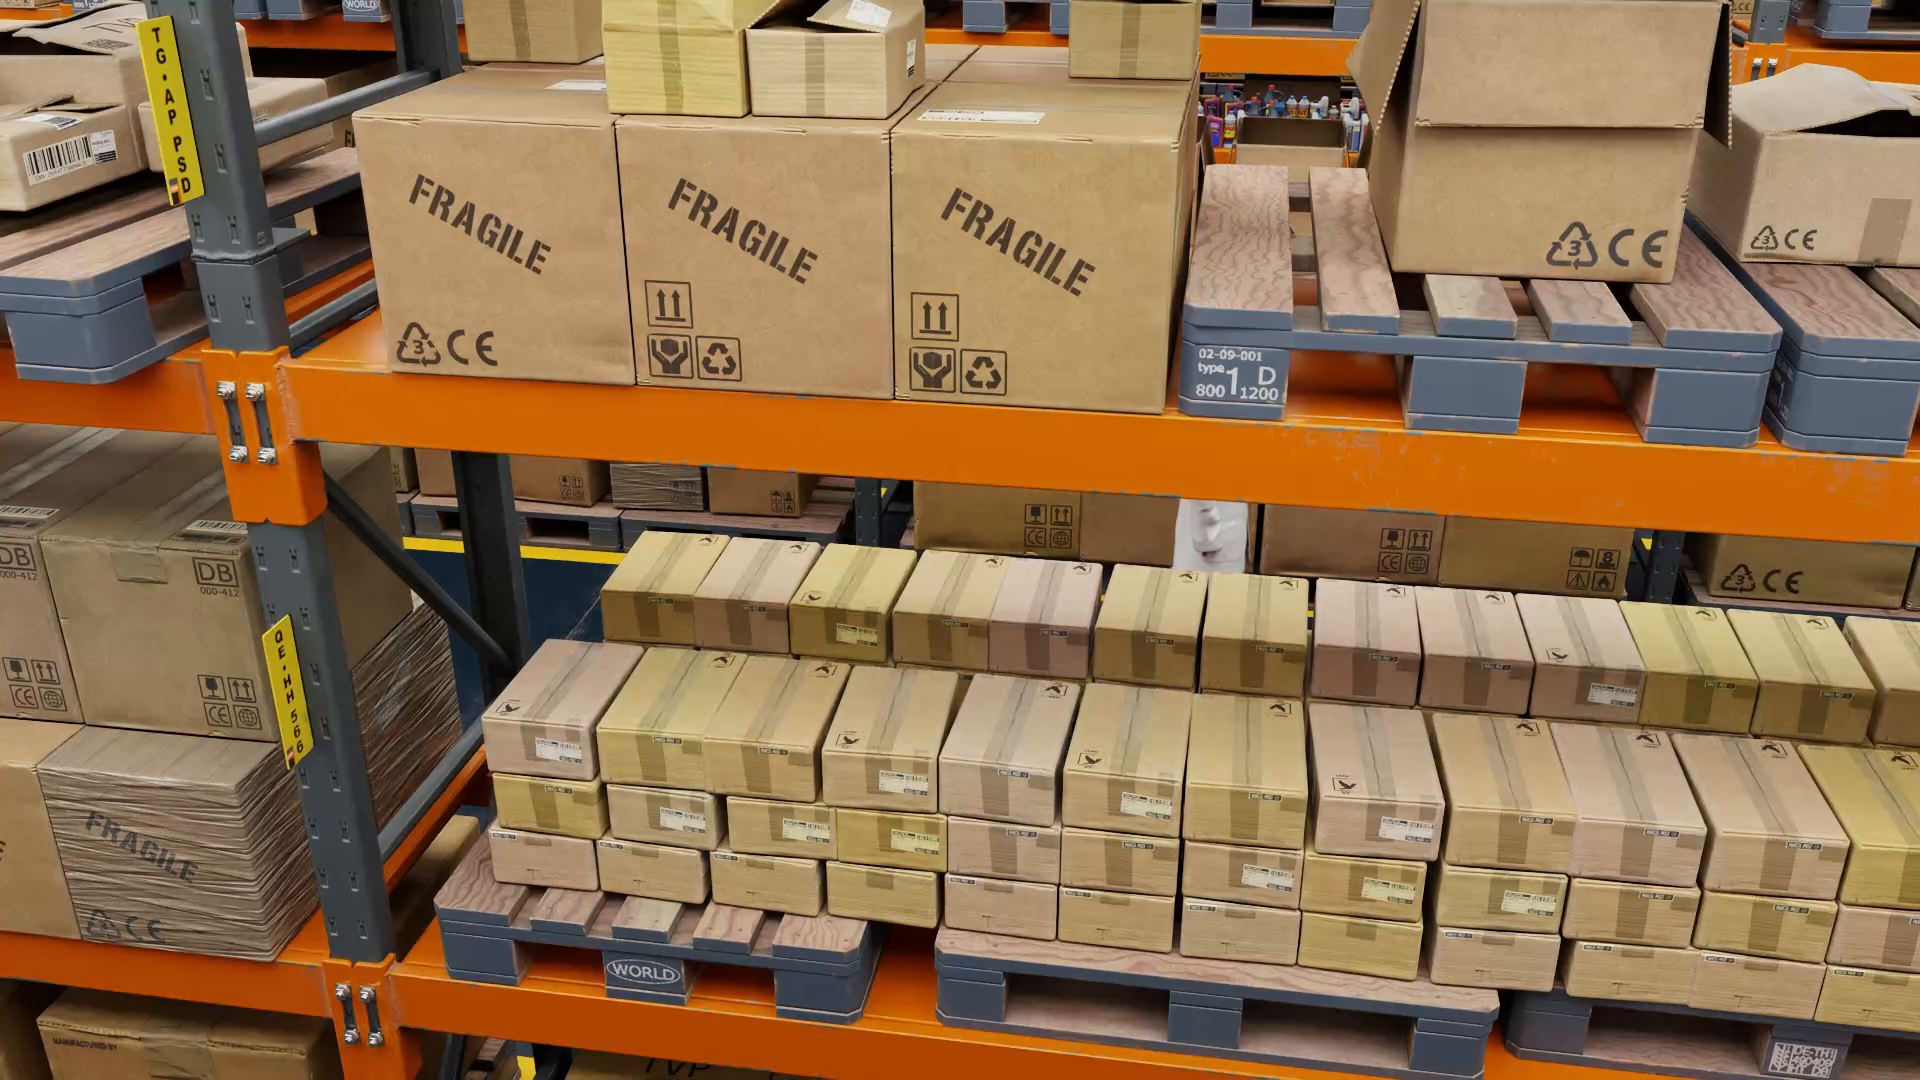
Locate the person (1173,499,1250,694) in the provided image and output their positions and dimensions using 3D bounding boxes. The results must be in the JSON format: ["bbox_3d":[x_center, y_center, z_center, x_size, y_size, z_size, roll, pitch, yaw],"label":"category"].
[{"bbox_3d":[1.102,0.004,7.273,0.424,1.701,0.563,5,25,10],"label":"person"}]
